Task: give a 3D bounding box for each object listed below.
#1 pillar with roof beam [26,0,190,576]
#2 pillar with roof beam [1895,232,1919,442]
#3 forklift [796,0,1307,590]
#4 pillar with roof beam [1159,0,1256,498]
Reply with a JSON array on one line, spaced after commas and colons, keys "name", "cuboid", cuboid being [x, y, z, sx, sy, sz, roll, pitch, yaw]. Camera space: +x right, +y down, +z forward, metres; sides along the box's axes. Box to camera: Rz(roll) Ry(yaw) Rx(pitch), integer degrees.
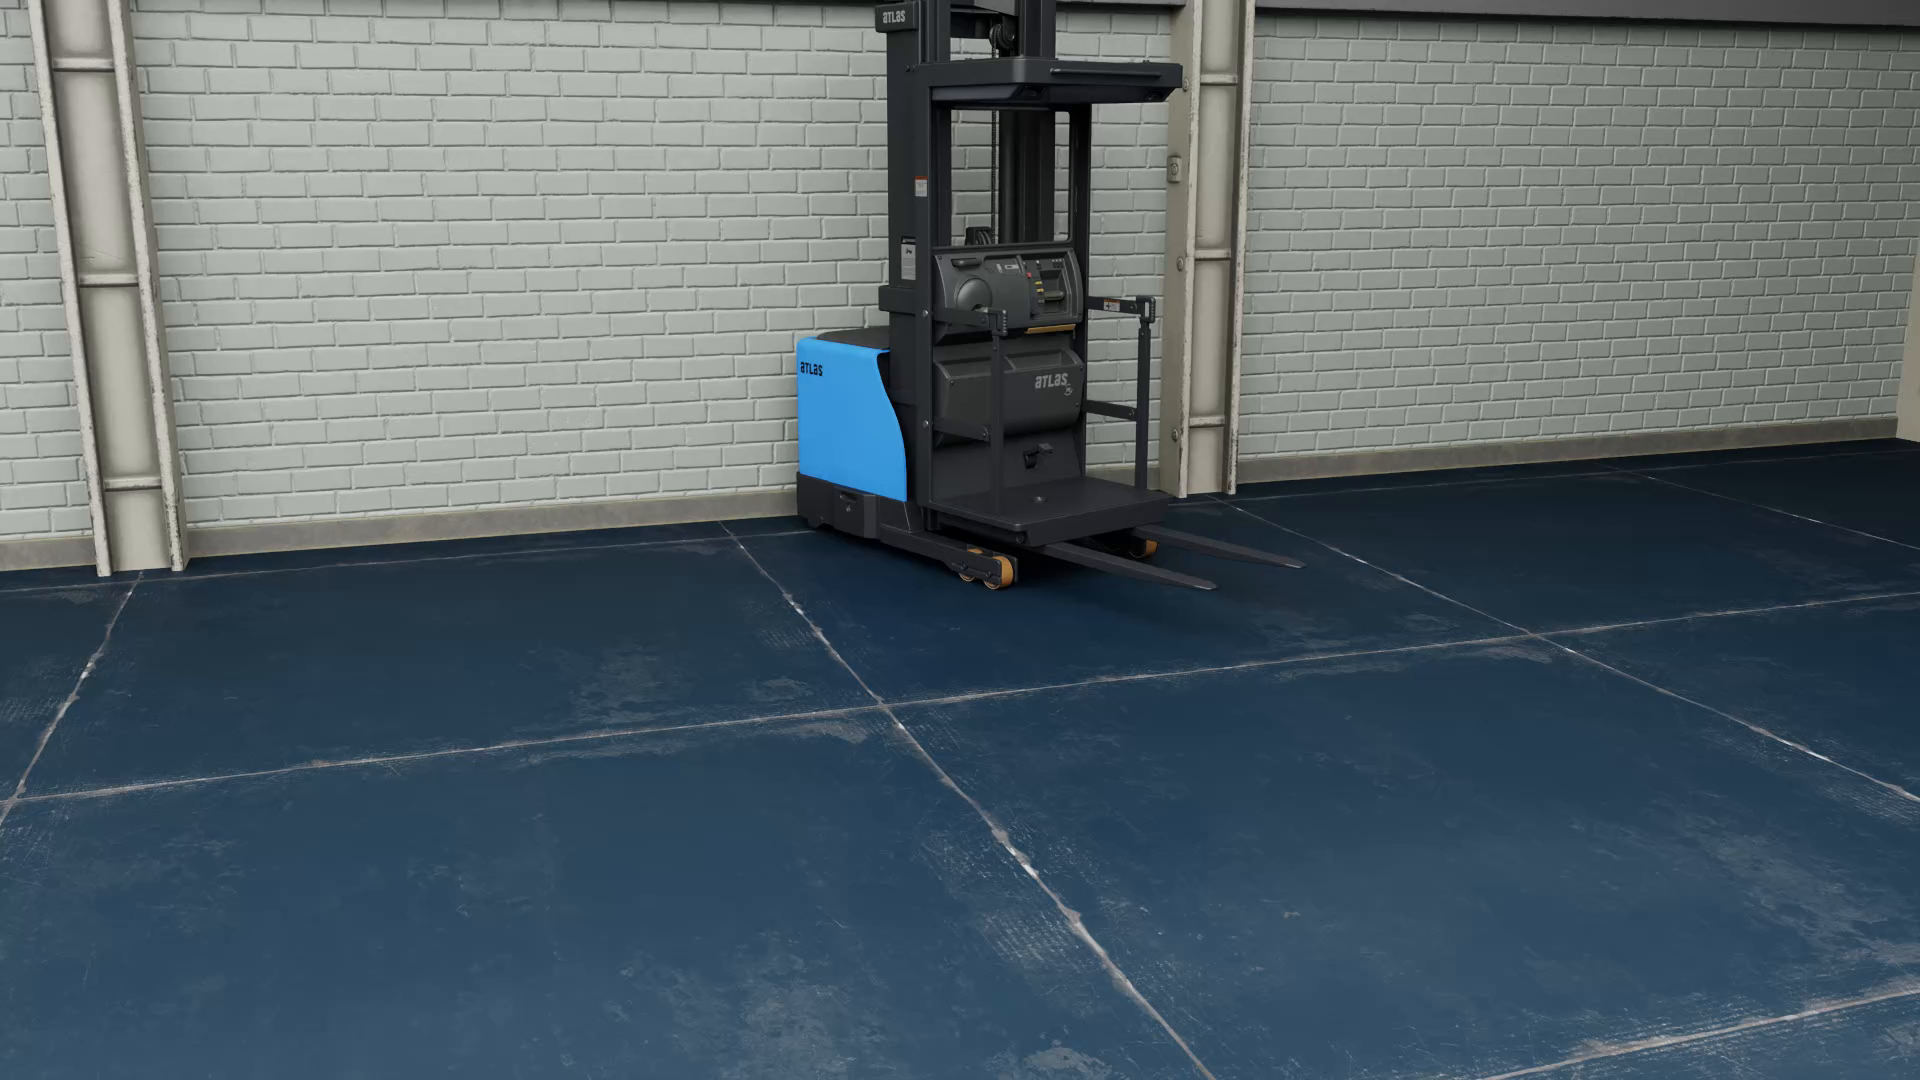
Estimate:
[{"name": "pillar with roof beam", "cuboid": [-2.828, -3.298, 3.562, 0.400, 9.000, 9.100, -4, 14, -18]}, {"name": "pillar with roof beam", "cuboid": [8.545, -4.184, 7.286, 0.400, 9.000, 9.100, -4, 14, -18]}, {"name": "forklift", "cuboid": [0.393, -1.314, 8.333, 1.130, 2.935, 3.031, -11, 17, -38]}, {"name": "pillar with roof beam", "cuboid": [2.859, -3.741, 5.424, 0.400, 9.000, 9.100, -4, 14, -18]}]
